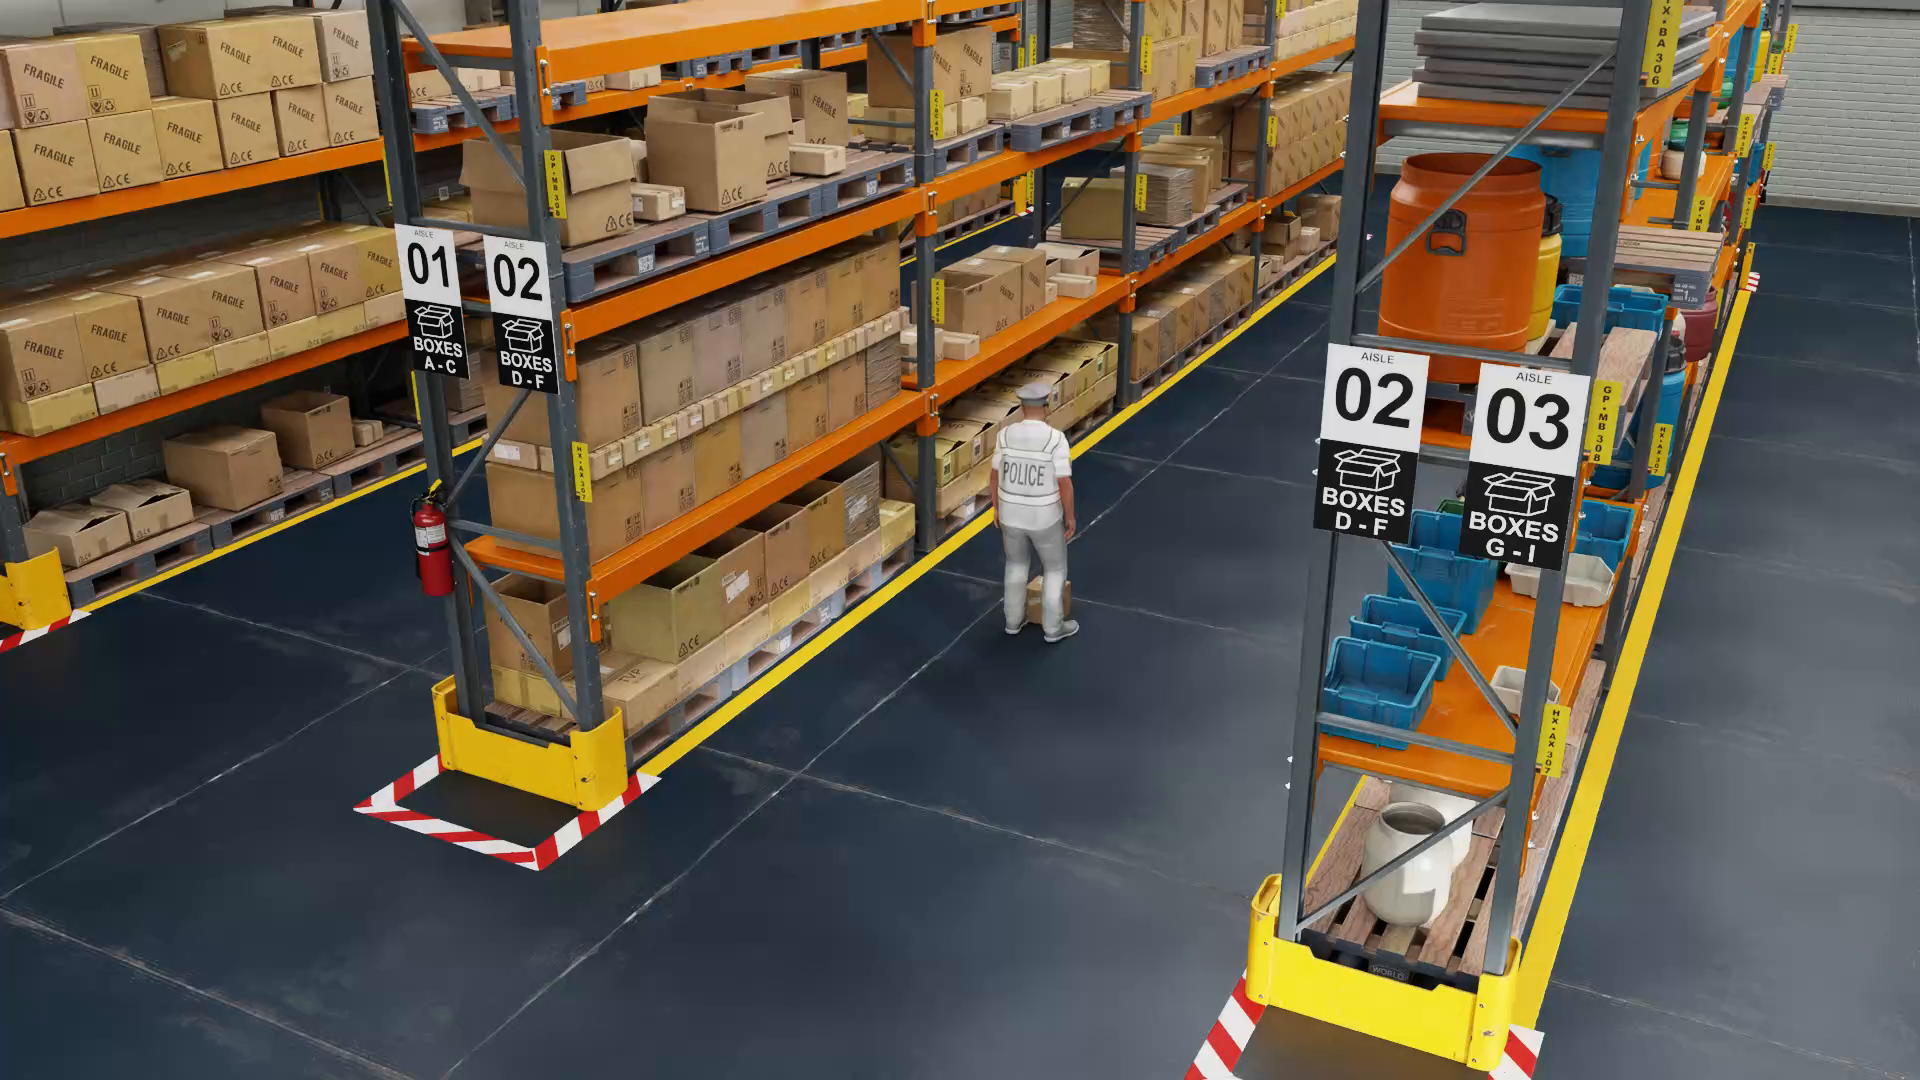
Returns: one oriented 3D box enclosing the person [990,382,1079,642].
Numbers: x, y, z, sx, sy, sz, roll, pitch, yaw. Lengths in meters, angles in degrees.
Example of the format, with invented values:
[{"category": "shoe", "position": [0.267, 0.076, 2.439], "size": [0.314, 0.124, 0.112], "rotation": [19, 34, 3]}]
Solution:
[{"category": "person", "position": [0.490, -0.169, 11.149], "size": [0.598, 1.747, 0.447], "rotation": [9, 24, 22]}]
